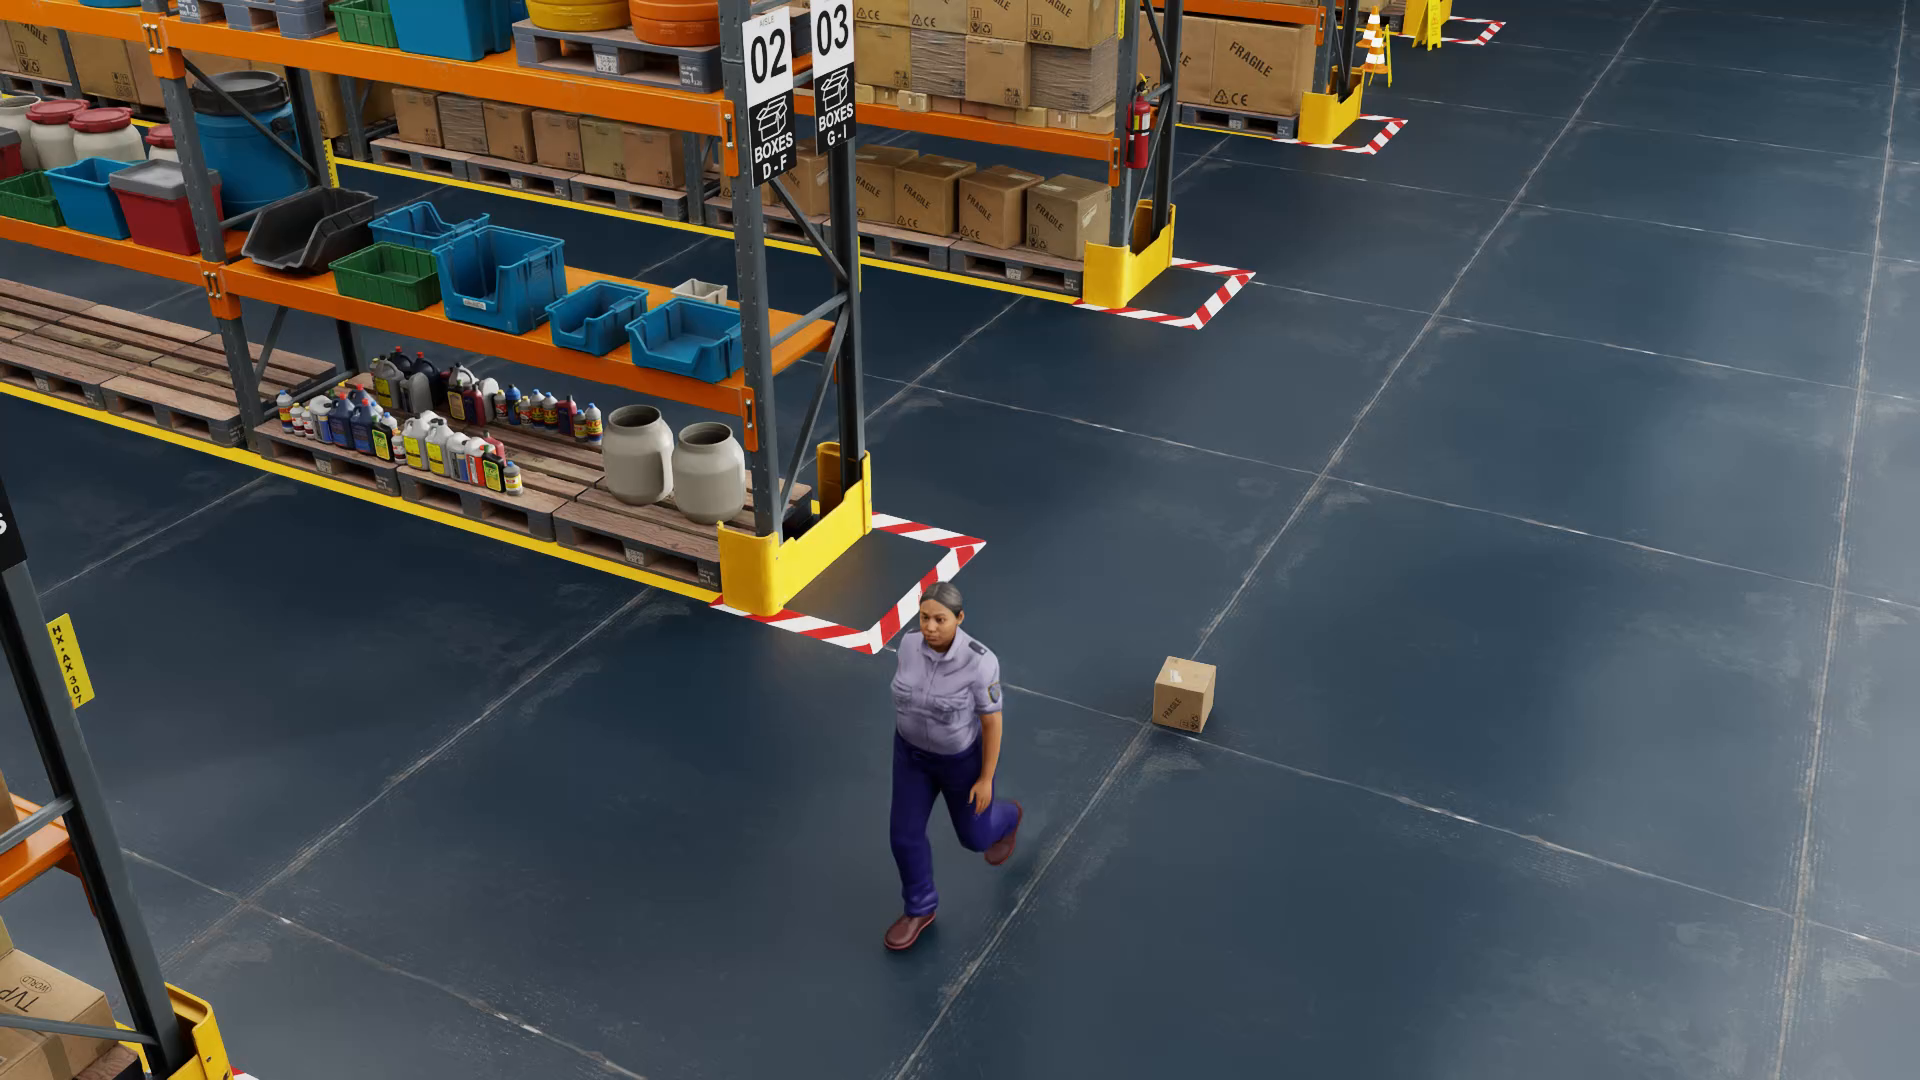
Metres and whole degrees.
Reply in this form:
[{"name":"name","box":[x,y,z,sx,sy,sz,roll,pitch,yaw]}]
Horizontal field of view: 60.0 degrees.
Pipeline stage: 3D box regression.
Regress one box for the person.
[{"name":"person","box":[-0.032,0.864,6.815,0.492,1.593,0.837,15,34,24]}]
